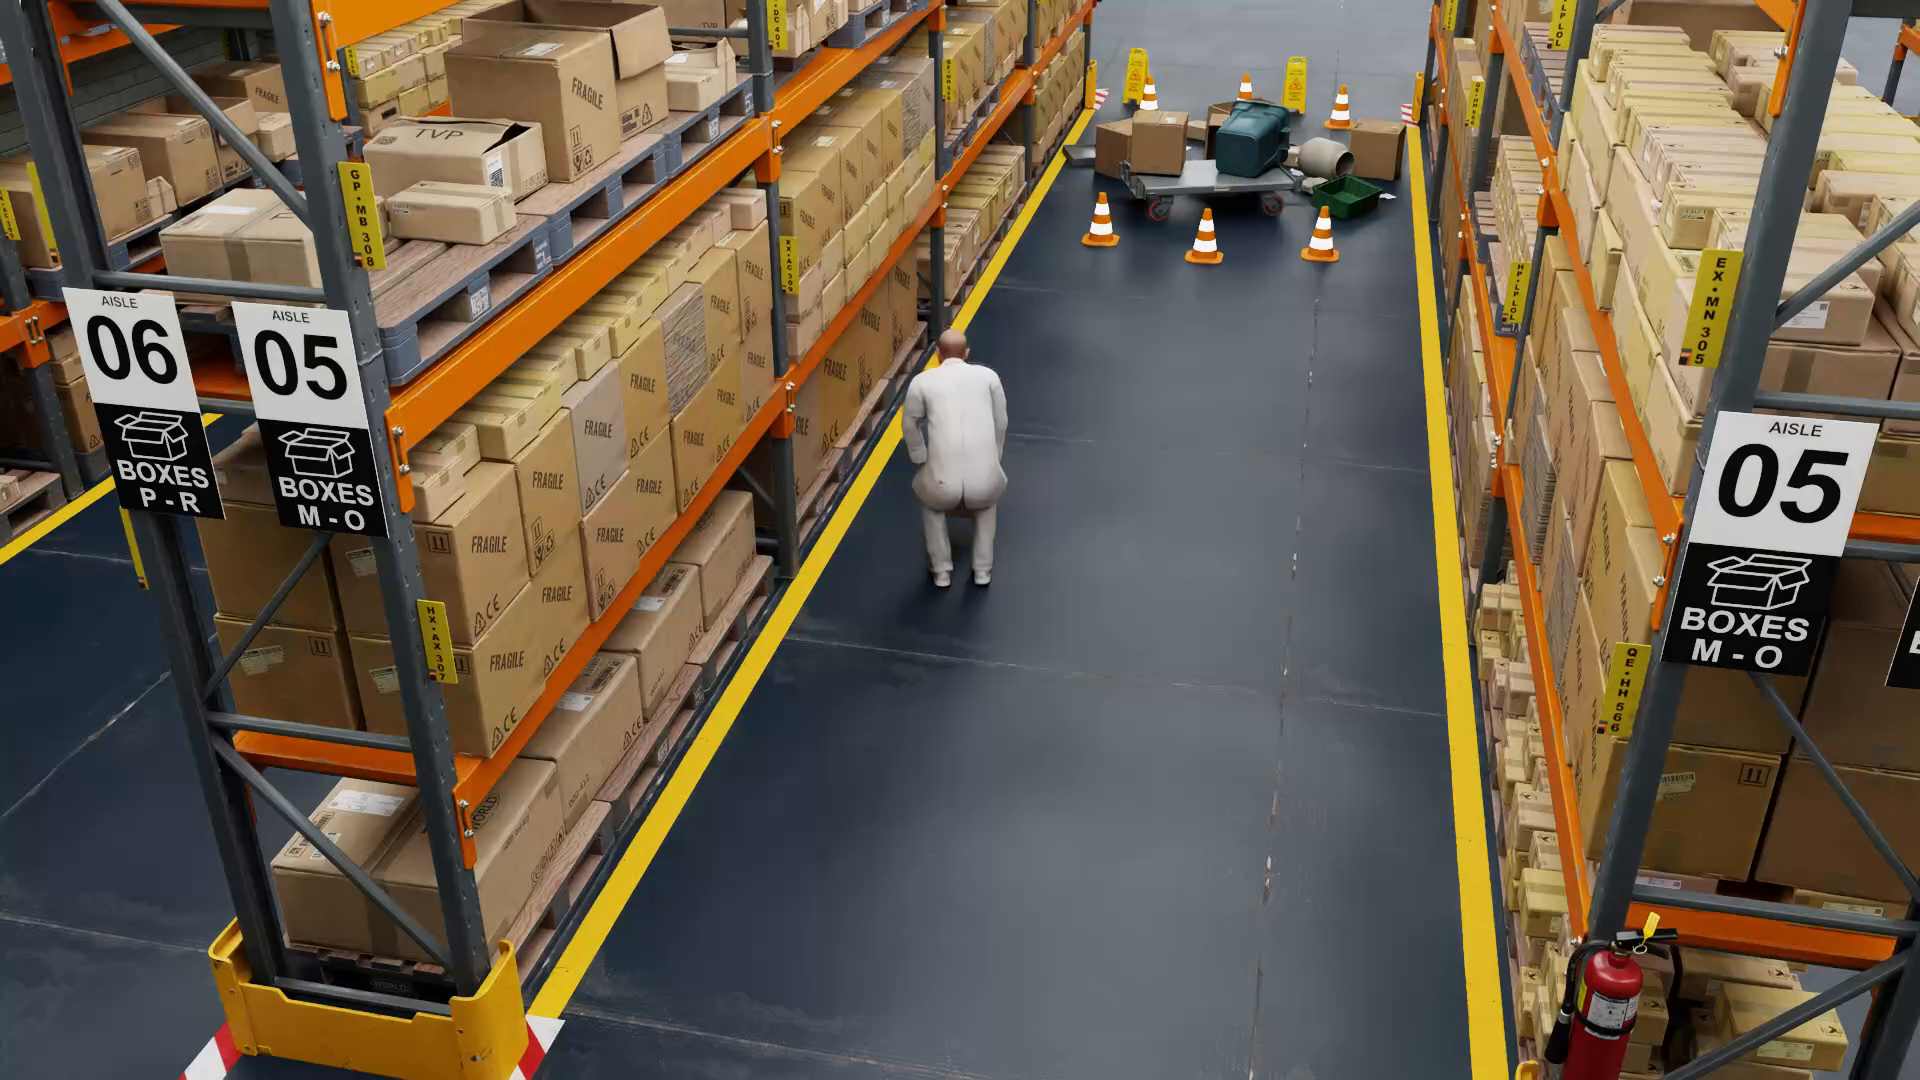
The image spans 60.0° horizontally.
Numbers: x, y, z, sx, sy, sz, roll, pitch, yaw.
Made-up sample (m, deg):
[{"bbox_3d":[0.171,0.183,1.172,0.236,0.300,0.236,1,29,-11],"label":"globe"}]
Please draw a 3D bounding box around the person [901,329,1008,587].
[{"bbox_3d":[-0.026,-0.402,9.831,0.621,1.357,0.680,-1,28,-1],"label":"person"}]
